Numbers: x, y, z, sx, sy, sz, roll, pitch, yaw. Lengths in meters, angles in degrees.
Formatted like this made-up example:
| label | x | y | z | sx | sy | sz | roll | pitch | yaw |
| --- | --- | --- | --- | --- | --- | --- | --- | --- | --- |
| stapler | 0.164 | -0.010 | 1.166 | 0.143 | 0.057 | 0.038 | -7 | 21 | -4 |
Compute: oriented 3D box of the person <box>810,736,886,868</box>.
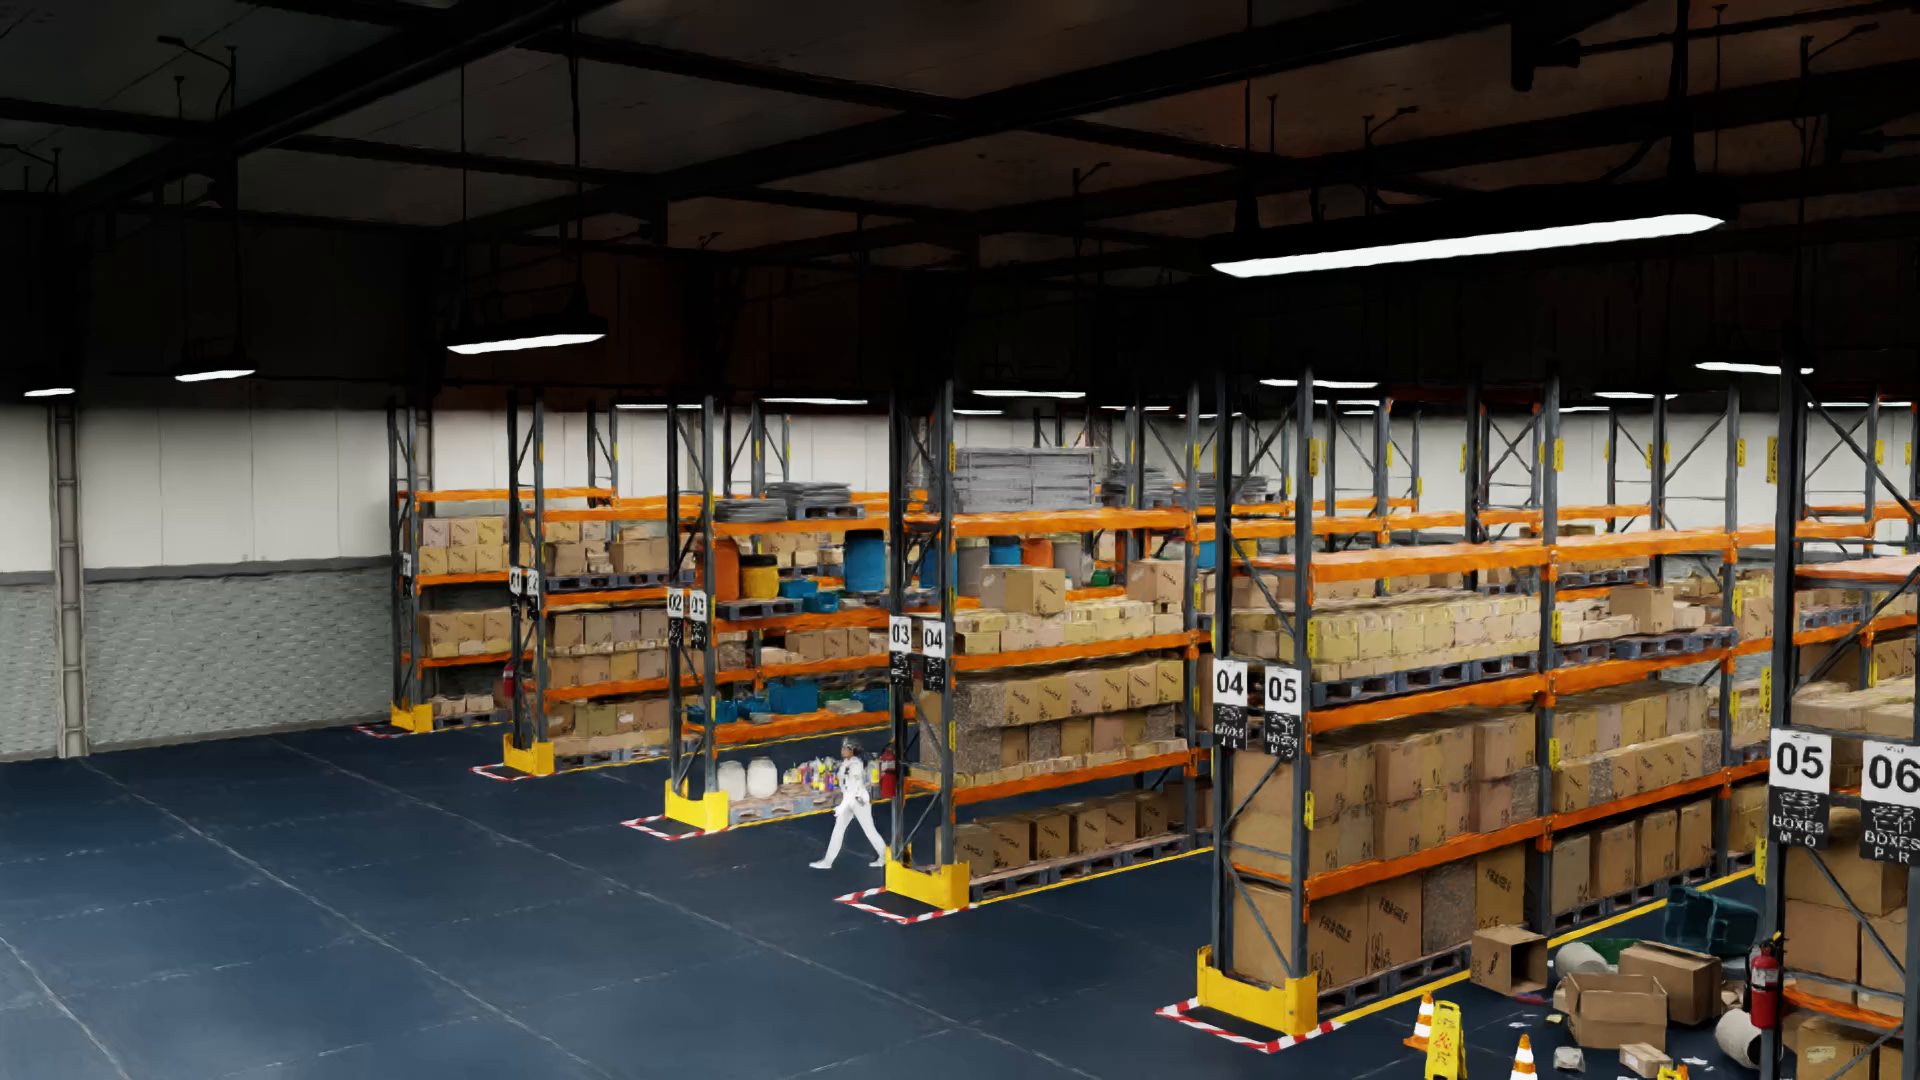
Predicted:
| label | x | y | z | sx | sy | sz | roll | pitch | yaw |
| --- | --- | --- | --- | --- | --- | --- | --- | --- | --- |
| person | -1.303 | 3.161 | 20.054 | 0.985 | 1.619 | 0.483 | -2 | 4 | -29 |
